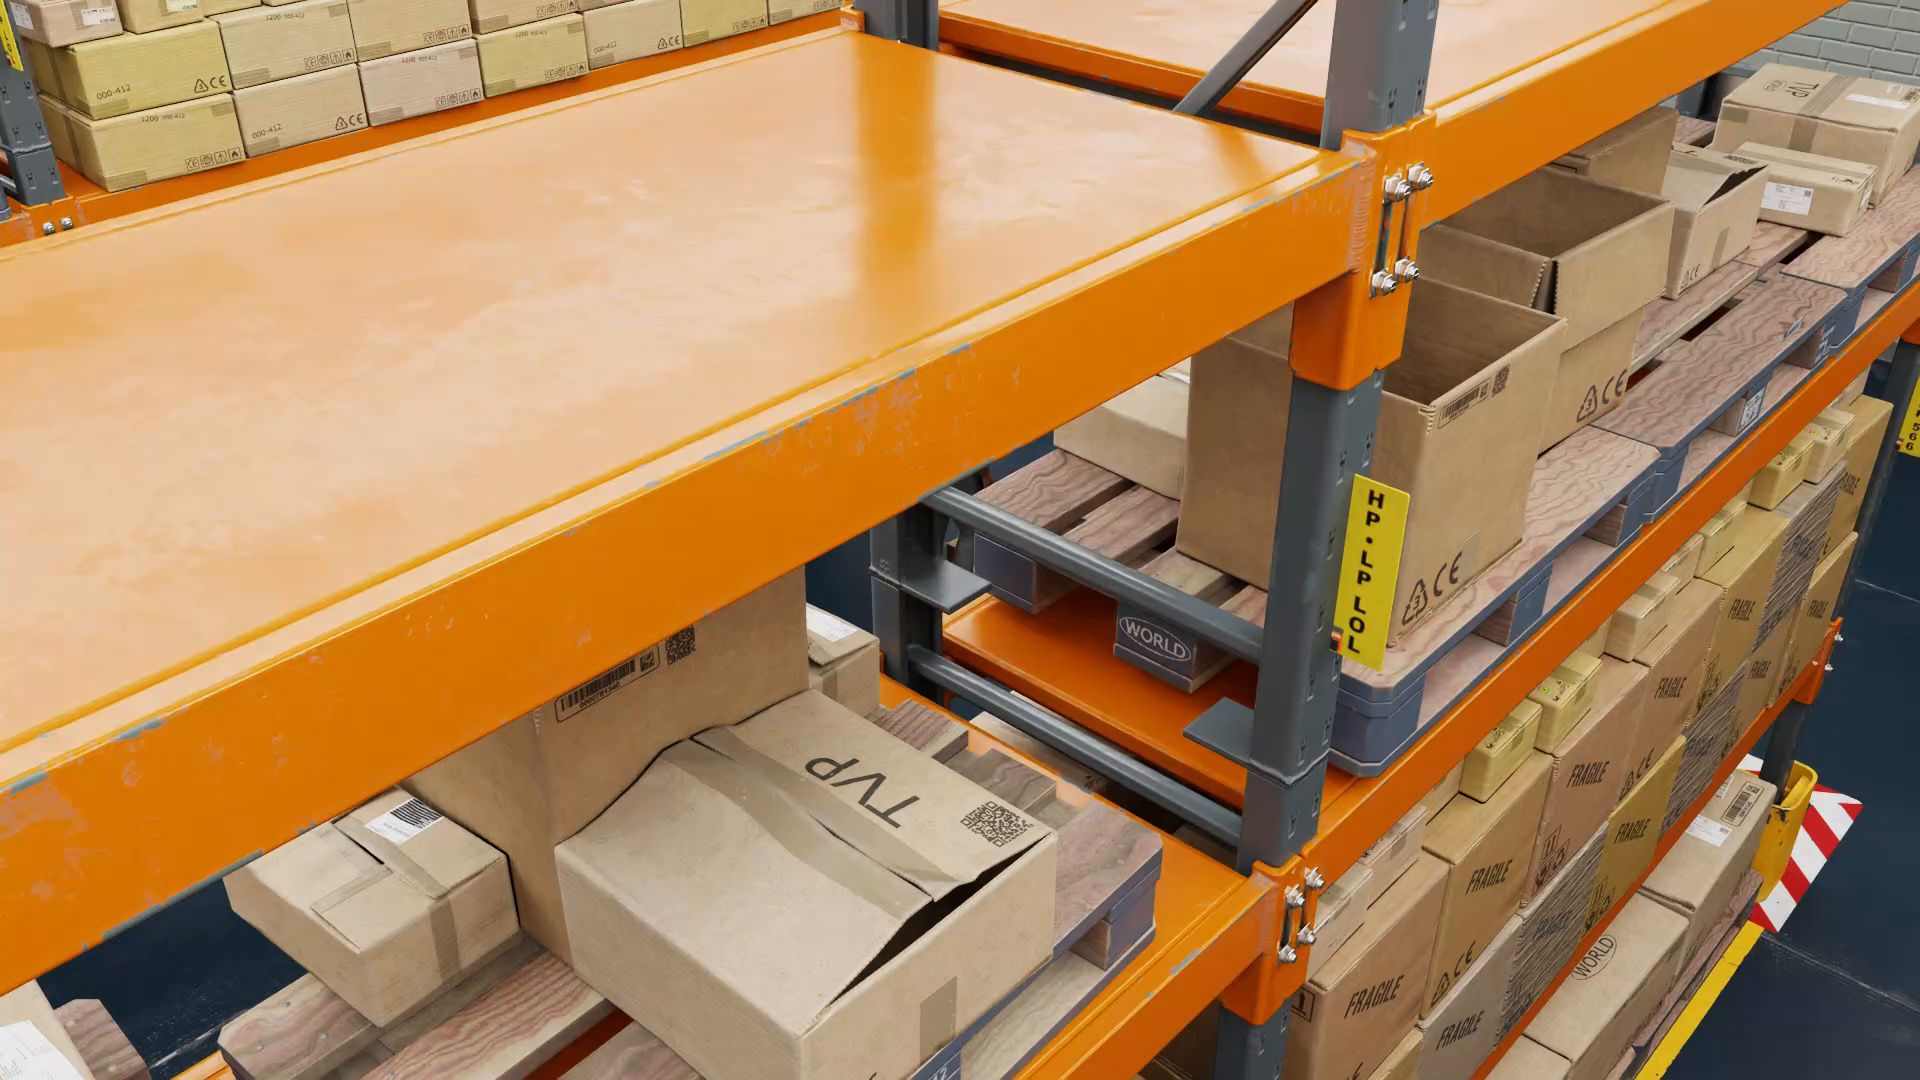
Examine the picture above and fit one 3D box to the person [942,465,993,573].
[{"bbox_3d":[-0.042,-0.380,8.259,0.509,1.655,0.349,25,40,35],"label":"person"}]
